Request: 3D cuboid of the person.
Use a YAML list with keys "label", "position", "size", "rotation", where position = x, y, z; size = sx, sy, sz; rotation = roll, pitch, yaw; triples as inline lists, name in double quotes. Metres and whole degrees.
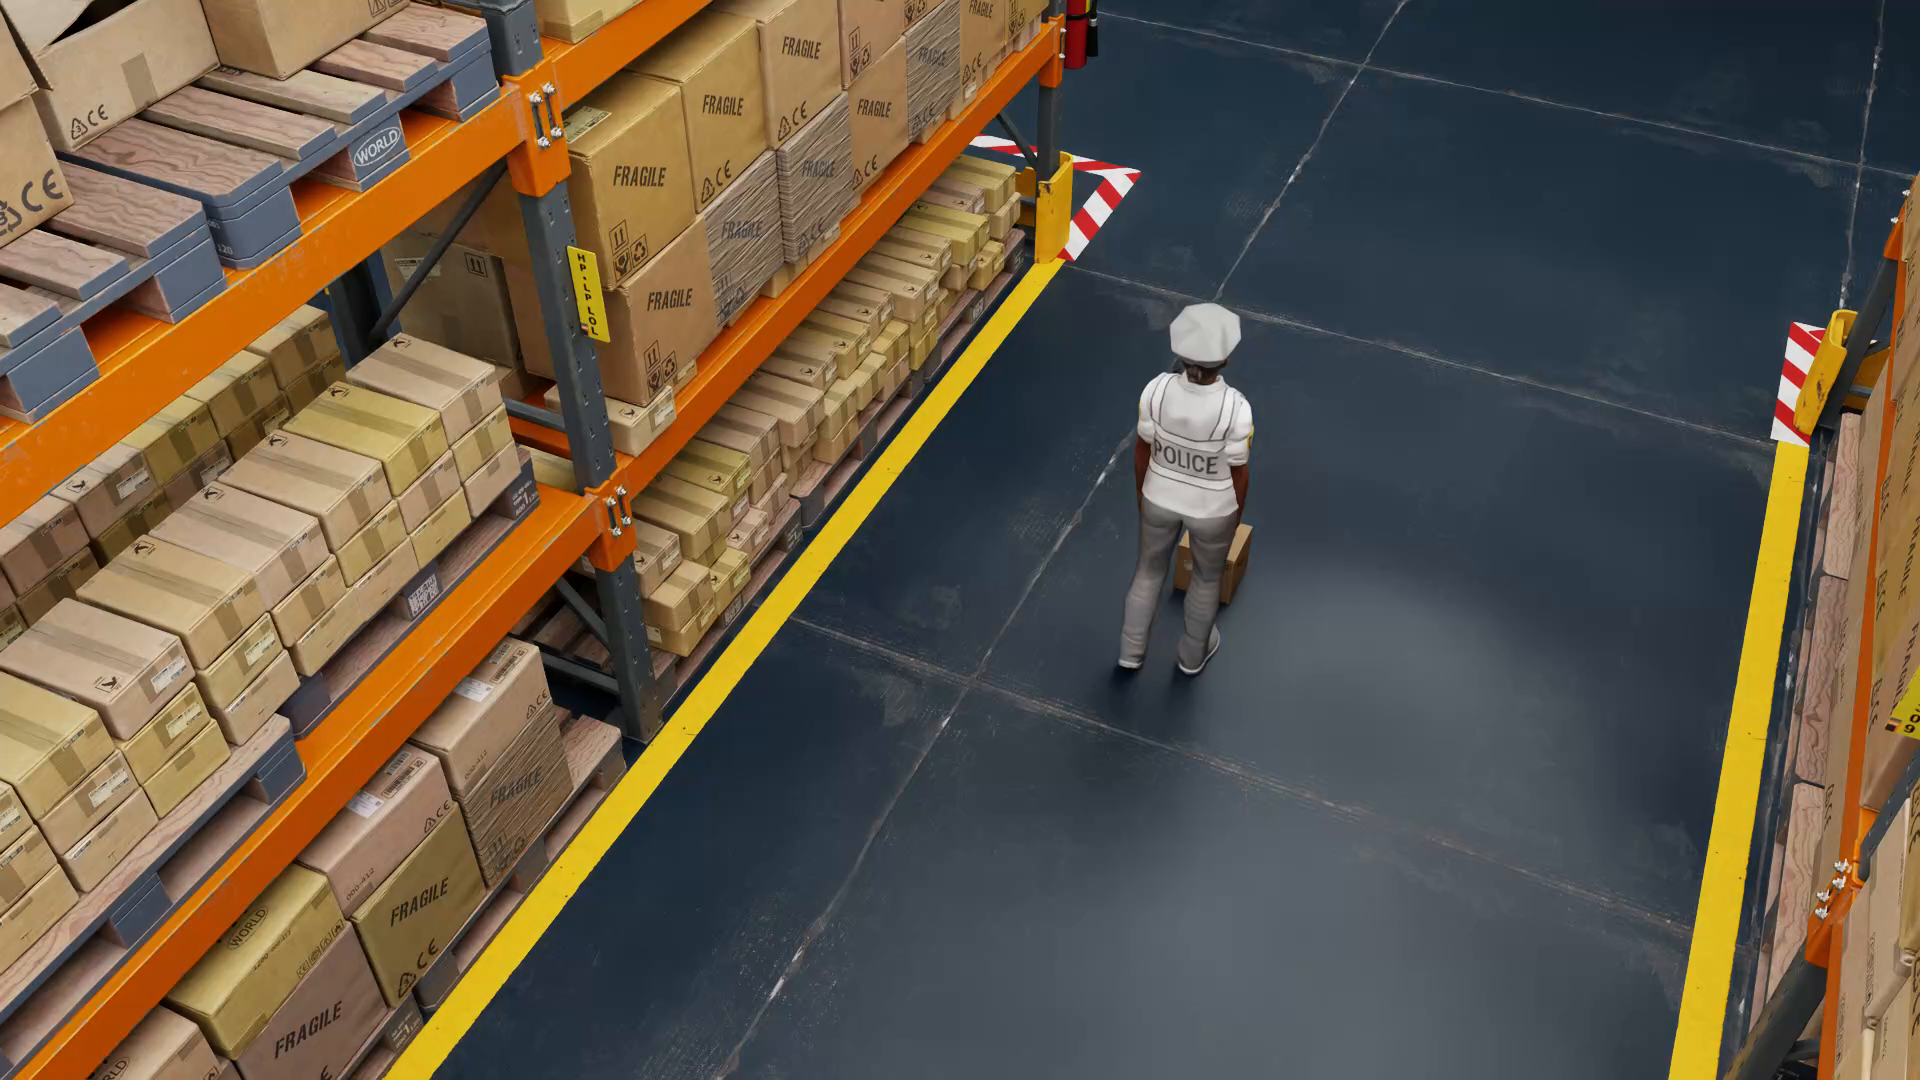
- label: "person"
  position: [0.869, -0.135, 6.340]
  size: [0.442, 1.745, 0.388]
  rotation: [18, 45, 19]
